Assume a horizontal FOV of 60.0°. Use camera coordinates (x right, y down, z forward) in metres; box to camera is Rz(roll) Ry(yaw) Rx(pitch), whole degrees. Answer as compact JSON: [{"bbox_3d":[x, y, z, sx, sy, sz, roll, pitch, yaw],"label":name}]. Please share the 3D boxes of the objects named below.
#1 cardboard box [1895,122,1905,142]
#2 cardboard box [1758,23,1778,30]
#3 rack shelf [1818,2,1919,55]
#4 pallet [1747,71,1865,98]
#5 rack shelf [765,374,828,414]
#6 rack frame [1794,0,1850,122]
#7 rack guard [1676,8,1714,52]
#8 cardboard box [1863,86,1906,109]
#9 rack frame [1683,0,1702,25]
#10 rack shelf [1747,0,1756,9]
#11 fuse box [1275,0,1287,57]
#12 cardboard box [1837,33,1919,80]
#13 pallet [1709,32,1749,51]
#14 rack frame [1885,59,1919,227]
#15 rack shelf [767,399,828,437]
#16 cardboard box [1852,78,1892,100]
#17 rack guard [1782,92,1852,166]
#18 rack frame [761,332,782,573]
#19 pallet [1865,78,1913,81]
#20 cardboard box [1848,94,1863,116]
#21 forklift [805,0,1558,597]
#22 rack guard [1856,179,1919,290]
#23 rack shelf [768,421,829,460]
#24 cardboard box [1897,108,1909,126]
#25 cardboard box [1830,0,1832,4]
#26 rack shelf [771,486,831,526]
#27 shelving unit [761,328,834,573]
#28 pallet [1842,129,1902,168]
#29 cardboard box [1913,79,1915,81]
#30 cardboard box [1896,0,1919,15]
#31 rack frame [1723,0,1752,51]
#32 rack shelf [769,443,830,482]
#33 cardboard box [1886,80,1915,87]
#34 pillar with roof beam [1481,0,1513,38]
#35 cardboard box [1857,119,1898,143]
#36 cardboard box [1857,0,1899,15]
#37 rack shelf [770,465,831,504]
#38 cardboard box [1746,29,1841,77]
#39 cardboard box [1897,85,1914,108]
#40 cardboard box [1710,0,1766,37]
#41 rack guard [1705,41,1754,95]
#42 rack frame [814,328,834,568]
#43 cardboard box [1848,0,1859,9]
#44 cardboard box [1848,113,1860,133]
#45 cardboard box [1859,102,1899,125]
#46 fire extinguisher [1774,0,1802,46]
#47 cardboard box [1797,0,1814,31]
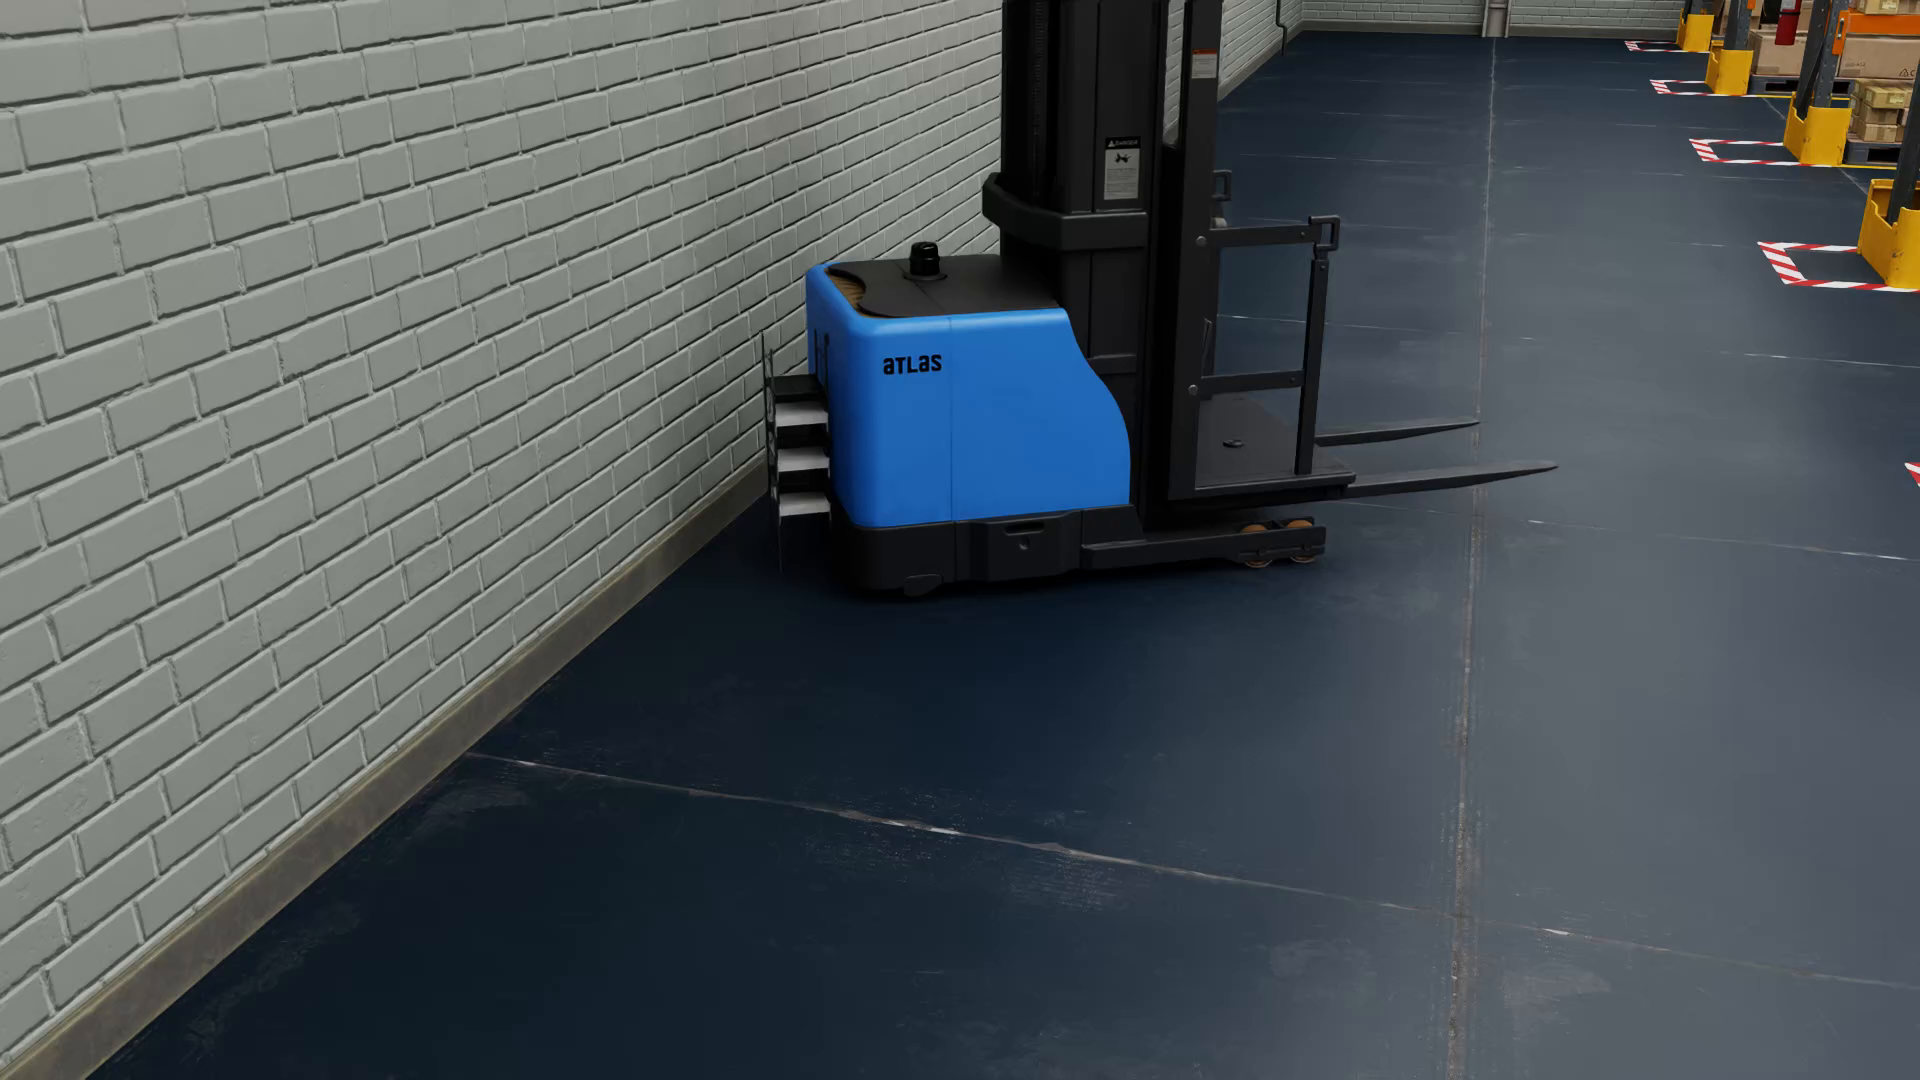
[{"bbox_3d":[8.570,-3.702,15.046,0.250,0.149,0.380,6,23,15],"label":"cardboard box"},{"bbox_3d":[11.603,-7.326,23.881,0.250,0.149,0.380,6,23,13],"label":"cardboard box"},{"bbox_3d":[9.801,-4.447,14.608,4.000,0.370,1.077,7,23,16],"label":"rack shelf"},{"bbox_3d":[10.007,-5.460,19.802,1.213,0.211,1.003,7,23,16],"label":"pallet"},{"bbox_3d":[-0.625,-0.560,6.327,0.200,0.077,0.258,-6,23,-14],"label":"rack shelf"},{"bbox_3d":[7.886,-4.999,15.006,0.127,3.000,1.000,7,23,16],"label":"rack frame"},{"bbox_3d":[10.722,-7.448,24.269,0.348,0.500,1.175,7,23,16],"label":"rack guard"},{"bbox_3d":[8.290,-3.969,14.913,0.250,0.149,0.380,5,23,13],"label":"cardboard box"},{"bbox_3d":[10.650,-8.613,23.815,0.127,3.000,1.000,7,23,16],"label":"rack frame"},{"bbox_3d":[11.134,-6.257,19.019,4.000,0.370,1.077,7,23,16],"label":"rack shelf"},{"bbox_3d":[4.561,-7.570,22.970,0.414,1.711,0.539,7,23,16],"label":"fuse box"},{"bbox_3d":[10.759,-5.685,19.499,0.875,0.438,0.875,7,23,17],"label":"cardboard box"},{"bbox_3d":[11.486,-7.227,24.111,1.213,0.211,1.003,7,23,16],"label":"pallet"},{"bbox_3d":[6.357,-3.208,10.639,0.127,3.000,1.000,7,23,16],"label":"rack frame"},{"bbox_3d":[-0.625,-0.477,6.361,0.200,0.077,0.258,-6,23,-14],"label":"rack shelf"},{"bbox_3d":[8.466,-4.184,15.437,0.250,0.149,0.380,7,23,16],"label":"cardboard box"},{"bbox_3d":[7.959,-3.835,15.460,0.348,0.500,1.175,7,23,16],"label":"rack guard"},{"bbox_3d":[-0.724,-0.332,6.393,0.006,0.900,0.240,-6,23,-14],"label":"rack frame"},{"bbox_3d":[11.172,-5.325,19.474,1.213,0.211,1.003,7,23,16],"label":"pallet"},{"bbox_3d":[8.474,-4.058,15.522,0.250,0.149,0.380,6,23,14],"label":"cardboard box"},{"bbox_3d":[0.947,-1.434,6.404,3.031,2.935,1.130,-6,23,-14],"label":"forklift"},{"bbox_3d":[6.334,-2.055,11.120,0.348,0.500,1.175,7,23,16],"label":"rack guard"},{"bbox_3d":[-0.625,-0.394,6.395,0.200,0.077,0.258,-6,23,-14],"label":"rack shelf"},{"bbox_3d":[8.560,-3.811,14.920,0.250,0.149,0.380,6,23,15],"label":"cardboard box"},{"bbox_3d":[12.492,-7.347,23.469,0.500,0.500,0.500,7,23,17],"label":"cardboard box"},{"bbox_3d":[-0.625,-0.144,6.498,0.200,0.077,0.258,-6,23,-14],"label":"rack shelf"},{"bbox_3d":[-0.625,-0.341,6.417,0.210,0.900,0.258,-6,23,-14],"label":"shelving unit"},{"bbox_3d":[8.727,-3.599,15.266,1.213,0.211,1.003,7,23,16],"label":"pallet"},{"bbox_3d":[8.975,-4.153,15.362,0.250,0.149,0.380,6,23,14],"label":"cardboard box"},{"bbox_3d":[8.357,-4.716,14.645,0.250,0.149,0.380,7,23,17],"label":"cardboard box"},{"bbox_3d":[9.219,-6.809,19.417,0.127,3.000,1.000,7,23,16],"label":"rack frame"},{"bbox_3d":[-0.625,-0.311,6.429,0.200,0.077,0.258,-6,23,-14],"label":"rack shelf"},{"bbox_3d":[8.690,-4.136,15.319,0.250,0.149,0.380,7,23,17],"label":"cardboard box"},{"bbox_3d":[7.085,-10.447,20.382,0.400,9.000,9.100,7,23,16],"label":"pillar with roof beam"},{"bbox_3d":[8.295,-3.701,15.043,0.250,0.149,0.380,7,23,17],"label":"cardboard box"},{"bbox_3d":[8.102,-4.729,14.676,0.250,0.149,0.380,6,23,15],"label":"cardboard box"},{"bbox_3d":[-0.625,-0.227,6.464,0.200,0.077,0.258,-6,23,-14],"label":"rack shelf"},{"bbox_3d":[9.880,-5.782,19.736,0.875,0.438,0.875,6,23,14],"label":"cardboard box"},{"bbox_3d":[8.588,-3.983,14.946,0.250,0.149,0.380,7,23,16],"label":"cardboard box"},{"bbox_3d":[11.208,-7.551,23.961,0.637,0.503,0.797,6,23,13],"label":"cardboard box"},{"bbox_3d":[9.196,-5.655,19.898,0.348,0.500,1.175,7,23,16],"label":"rack guard"},{"bbox_3d":[-0.527,-0.351,6.441,0.006,0.900,0.240,-6,23,-14],"label":"rack frame"},{"bbox_3d":[8.280,-4.950,15.217,0.250,0.149,0.380,7,23,16],"label":"cardboard box"},{"bbox_3d":[8.450,-3.893,15.511,0.250,0.149,0.380,7,23,16],"label":"cardboard box"},{"bbox_3d":[8.314,-3.862,15.043,0.250,0.149,0.380,8,23,18],"label":"cardboard box"},{"bbox_3d":[7.778,-4.986,15.567,0.183,0.674,0.296,7,23,16],"label":"fire extinguisher"},{"bbox_3d":[12.015,-7.441,23.699,0.500,0.500,0.700,8,23,18],"label":"cardboard box"}]
